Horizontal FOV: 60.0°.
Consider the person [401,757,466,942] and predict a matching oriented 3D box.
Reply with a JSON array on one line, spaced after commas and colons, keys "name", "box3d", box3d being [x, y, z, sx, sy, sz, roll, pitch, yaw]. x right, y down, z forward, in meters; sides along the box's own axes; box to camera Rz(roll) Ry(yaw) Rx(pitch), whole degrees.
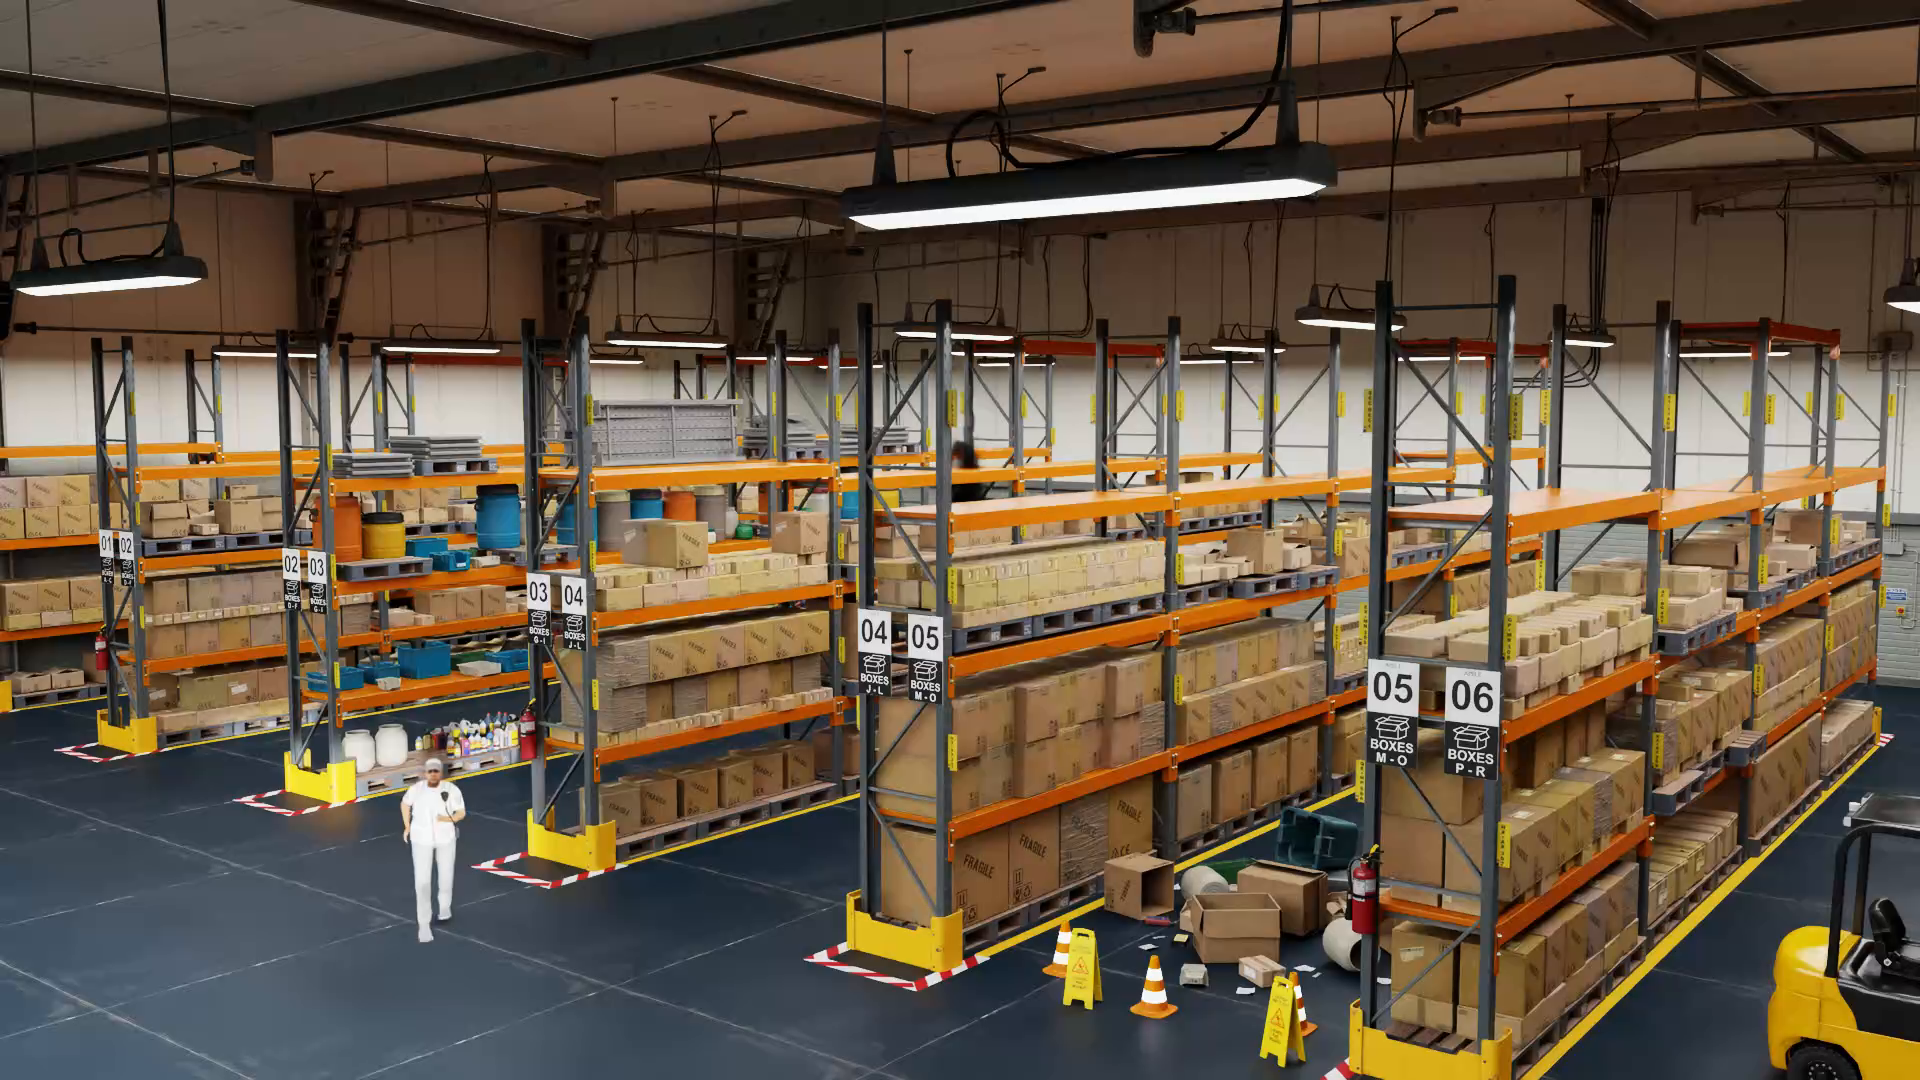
[{"name": "person", "box3d": [-5.068, 2.945, 16.039, 0.582, 1.729, 0.766, -2, 5, -19]}]

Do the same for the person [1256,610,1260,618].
[{"name": "person", "box3d": [5.044, 1.893, 27.842, 0.584, 1.642, 0.932, 3, 6, 34]}]
